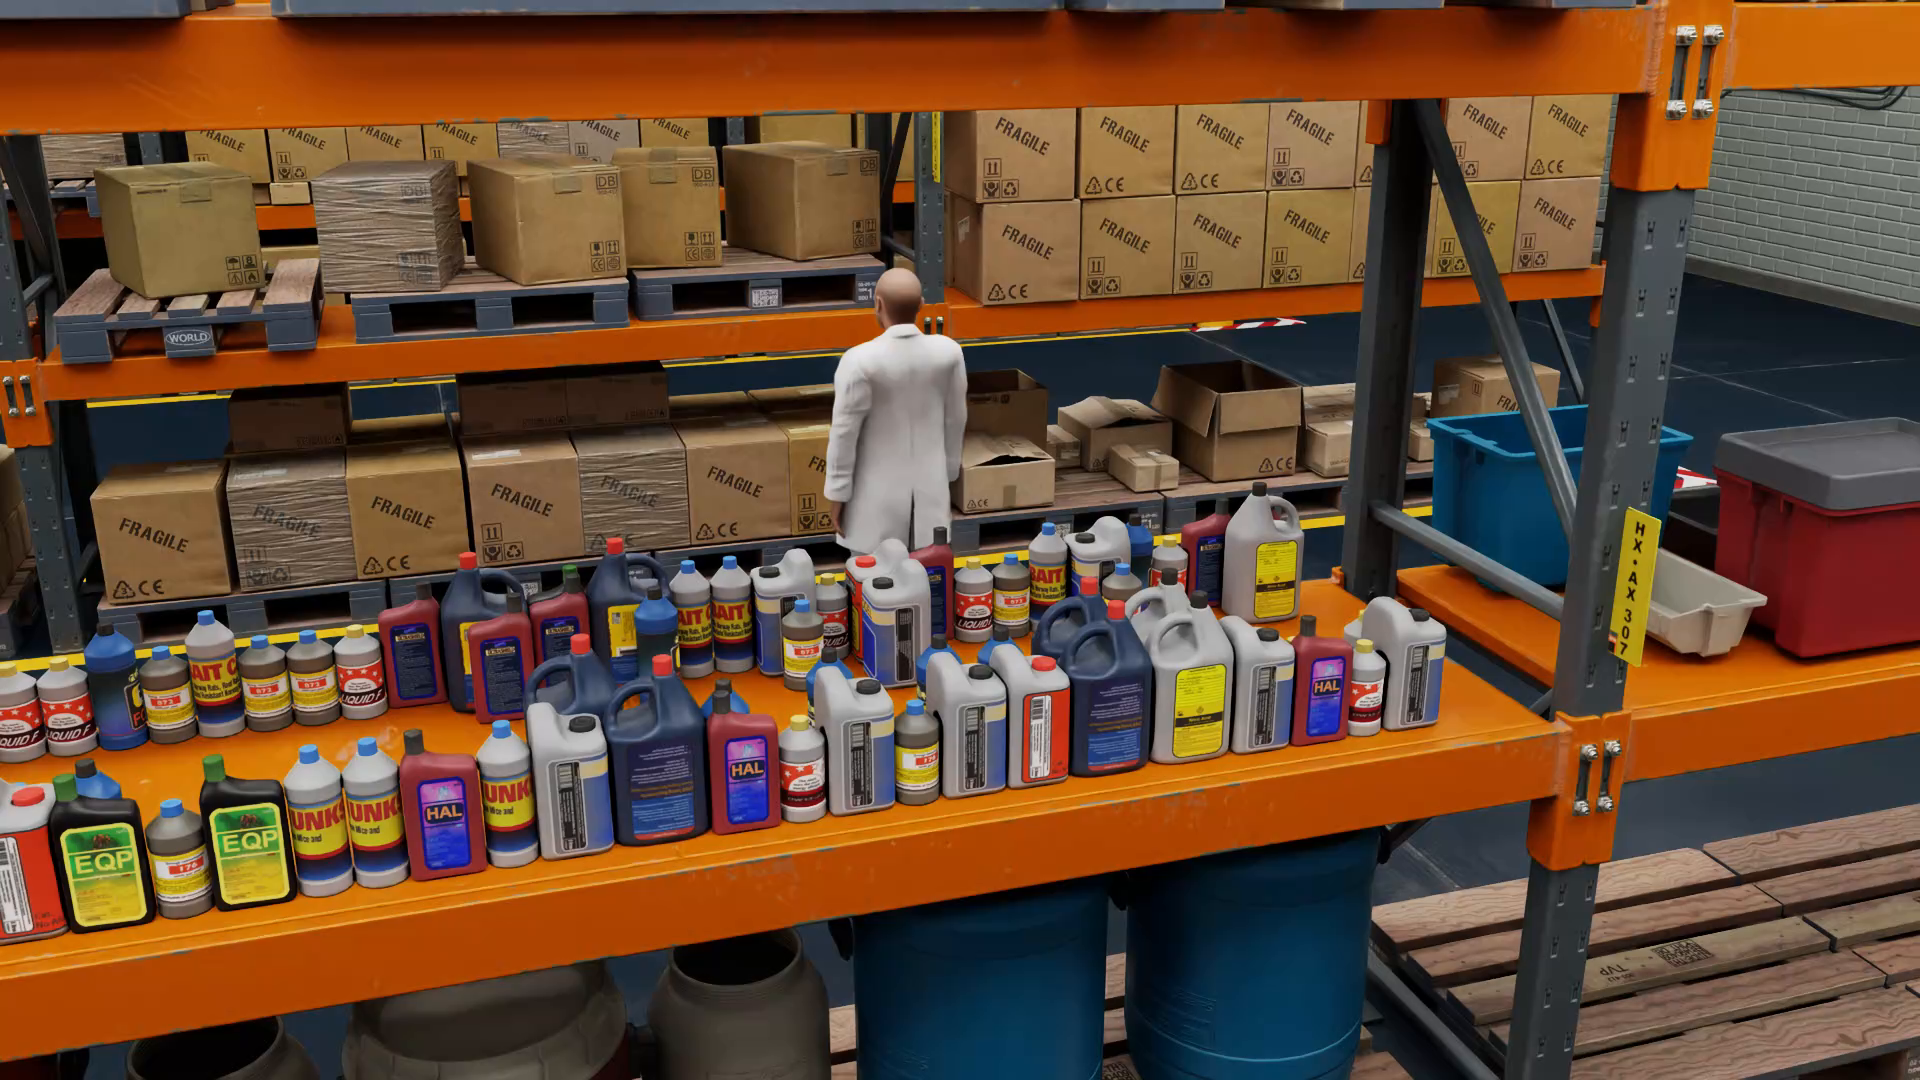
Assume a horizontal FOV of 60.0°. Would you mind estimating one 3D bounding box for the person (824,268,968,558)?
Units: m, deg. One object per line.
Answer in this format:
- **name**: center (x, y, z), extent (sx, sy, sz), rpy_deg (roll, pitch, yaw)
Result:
- **person**: center (-0.270, -0.195, 6.639), extent (0.596, 1.794, 0.570), rpy_deg (-9, 21, -23)
